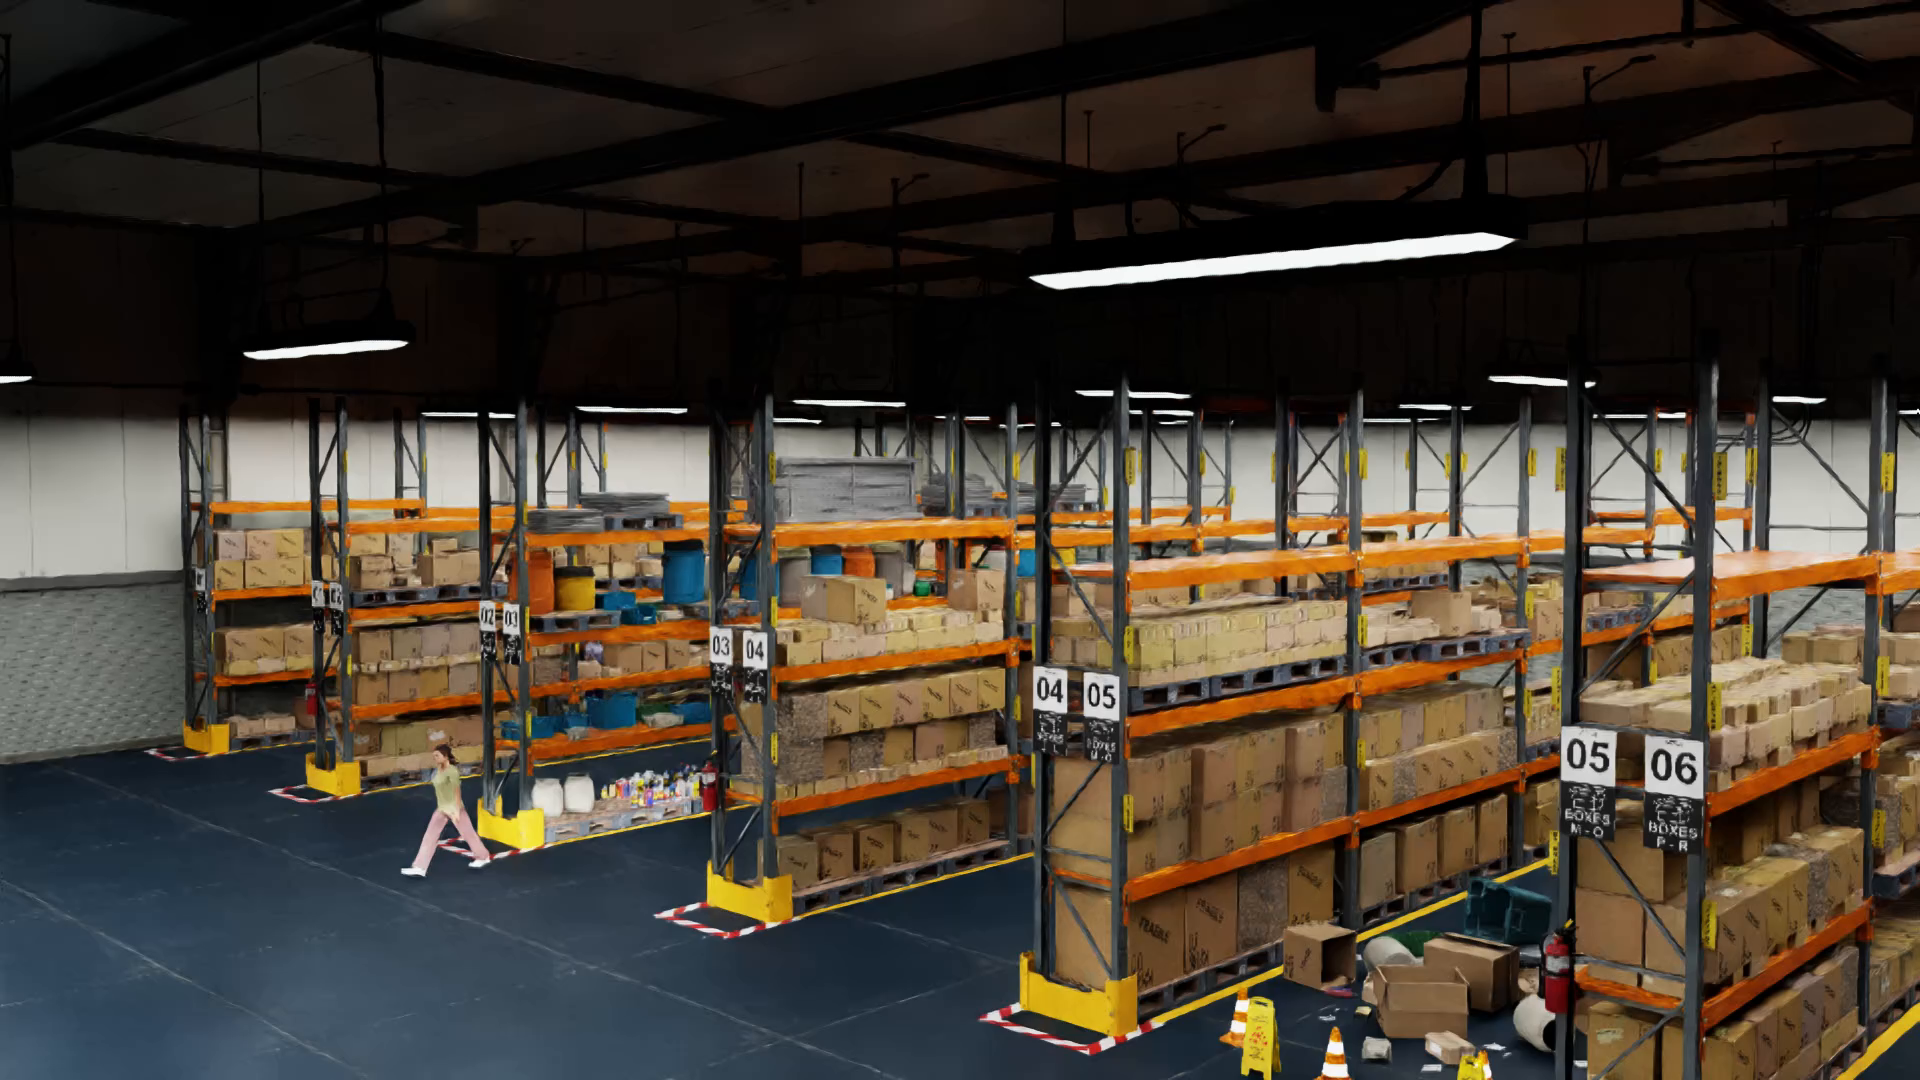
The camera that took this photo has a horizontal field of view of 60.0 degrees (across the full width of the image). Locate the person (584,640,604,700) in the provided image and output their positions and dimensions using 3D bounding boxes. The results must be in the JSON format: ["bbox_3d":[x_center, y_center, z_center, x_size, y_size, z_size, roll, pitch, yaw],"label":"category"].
[{"bbox_3d":[-7.245,2.594,33.034,0.386,1.639,0.596,1,3,21],"label":"person"}]

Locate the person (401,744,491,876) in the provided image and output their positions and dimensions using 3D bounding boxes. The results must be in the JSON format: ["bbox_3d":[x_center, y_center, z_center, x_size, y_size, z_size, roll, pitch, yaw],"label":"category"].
[{"bbox_3d":[-6.261,3.280,20.339,0.446,1.591,1.110,3,4,41],"label":"person"}]
